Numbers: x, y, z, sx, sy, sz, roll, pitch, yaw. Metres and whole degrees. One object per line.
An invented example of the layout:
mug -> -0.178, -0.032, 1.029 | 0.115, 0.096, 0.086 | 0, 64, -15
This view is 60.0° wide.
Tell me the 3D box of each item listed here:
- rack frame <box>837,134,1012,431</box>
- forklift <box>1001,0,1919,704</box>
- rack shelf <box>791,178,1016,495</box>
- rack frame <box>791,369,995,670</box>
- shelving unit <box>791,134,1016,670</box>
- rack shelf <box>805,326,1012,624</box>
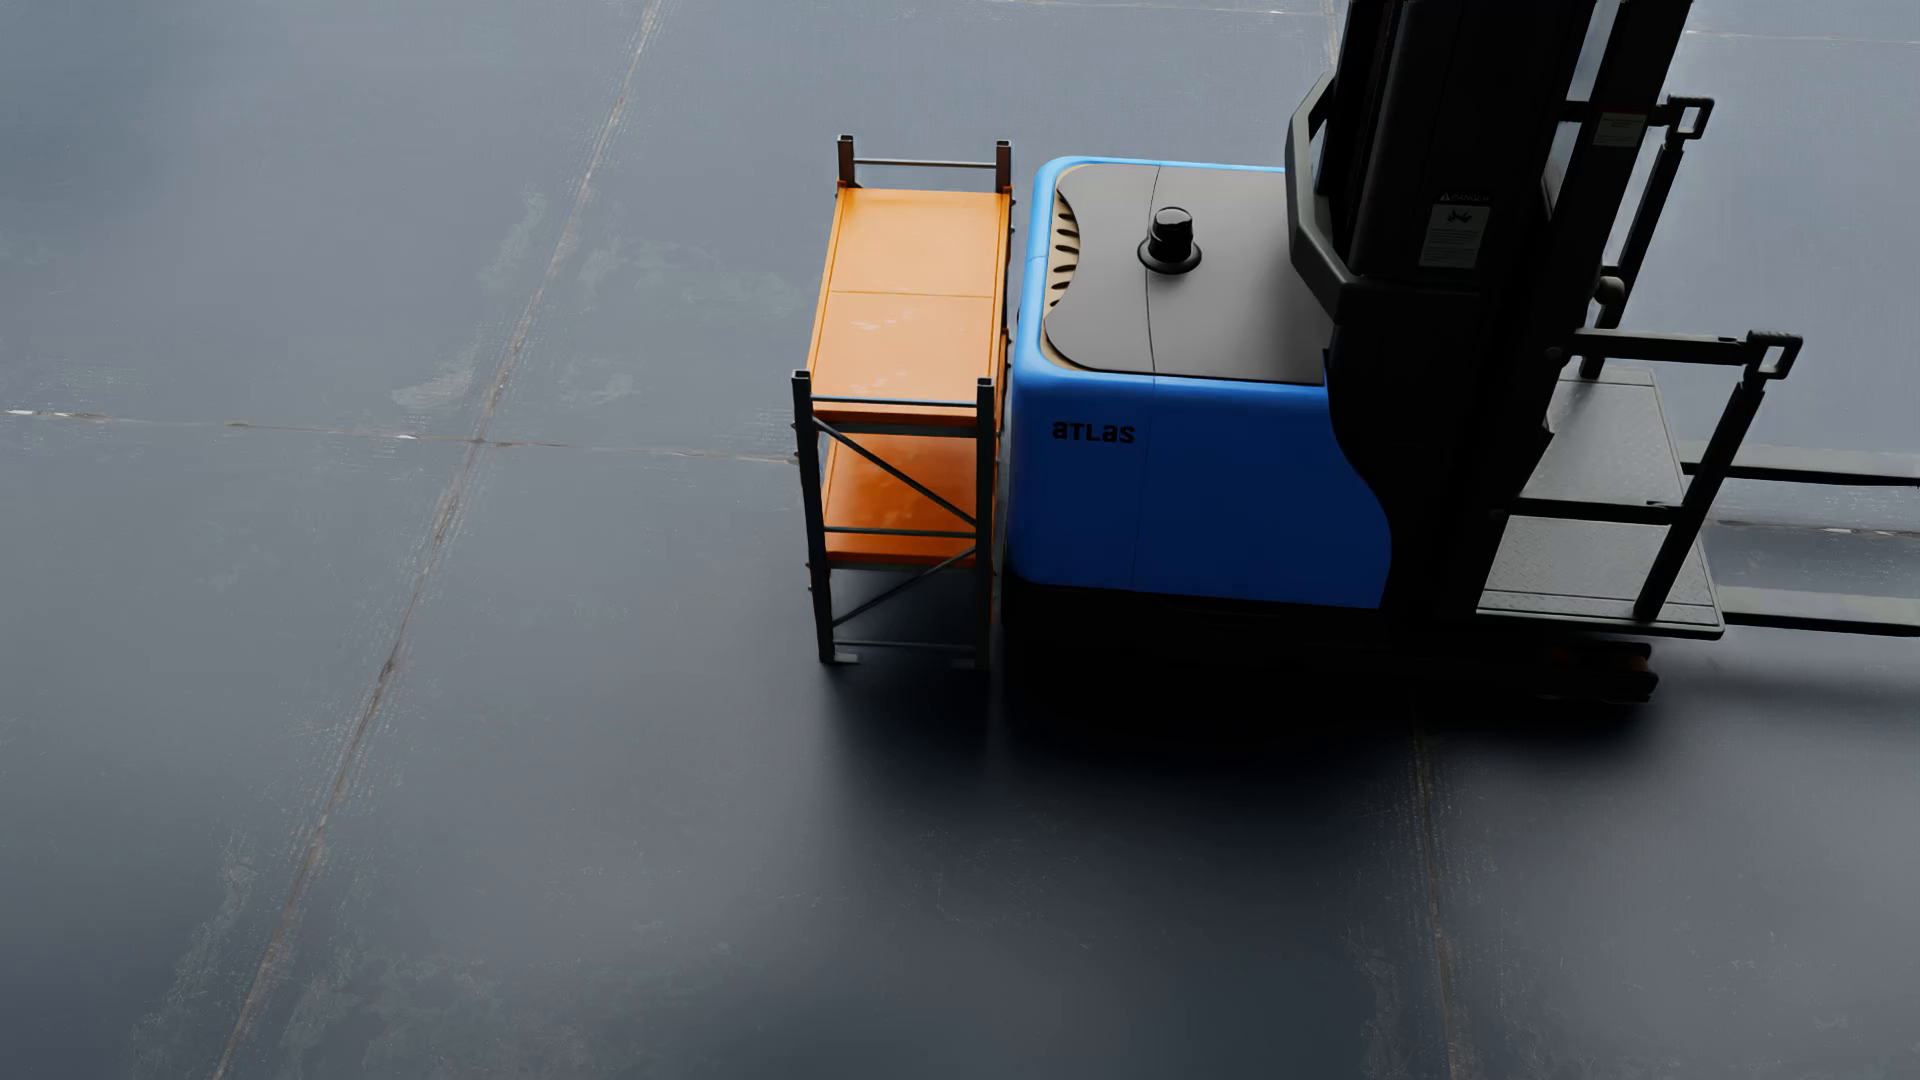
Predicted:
rack frame -> -0.102, -0.768, 5.190 | 0.500, 1.125, 0.032 | 3, 48, 2
forklift -> 1.671, -0.928, 4.112 | 3.031, 2.935, 1.130 | 4, 48, 4
rack shelf -> -0.133, -0.591, 4.632 | 0.538, 0.278, 1.000 | 3, 48, 2
rack frame -> -0.164, -0.019, 4.505 | 0.500, 1.125, 0.032 | 3, 48, 2
shelving unit -> -0.133, -0.394, 4.848 | 0.538, 1.125, 1.048 | 3, 48, 2
rack shelf -> -0.133, -0.229, 5.028 | 0.538, 0.278, 1.000 | 3, 48, 2
